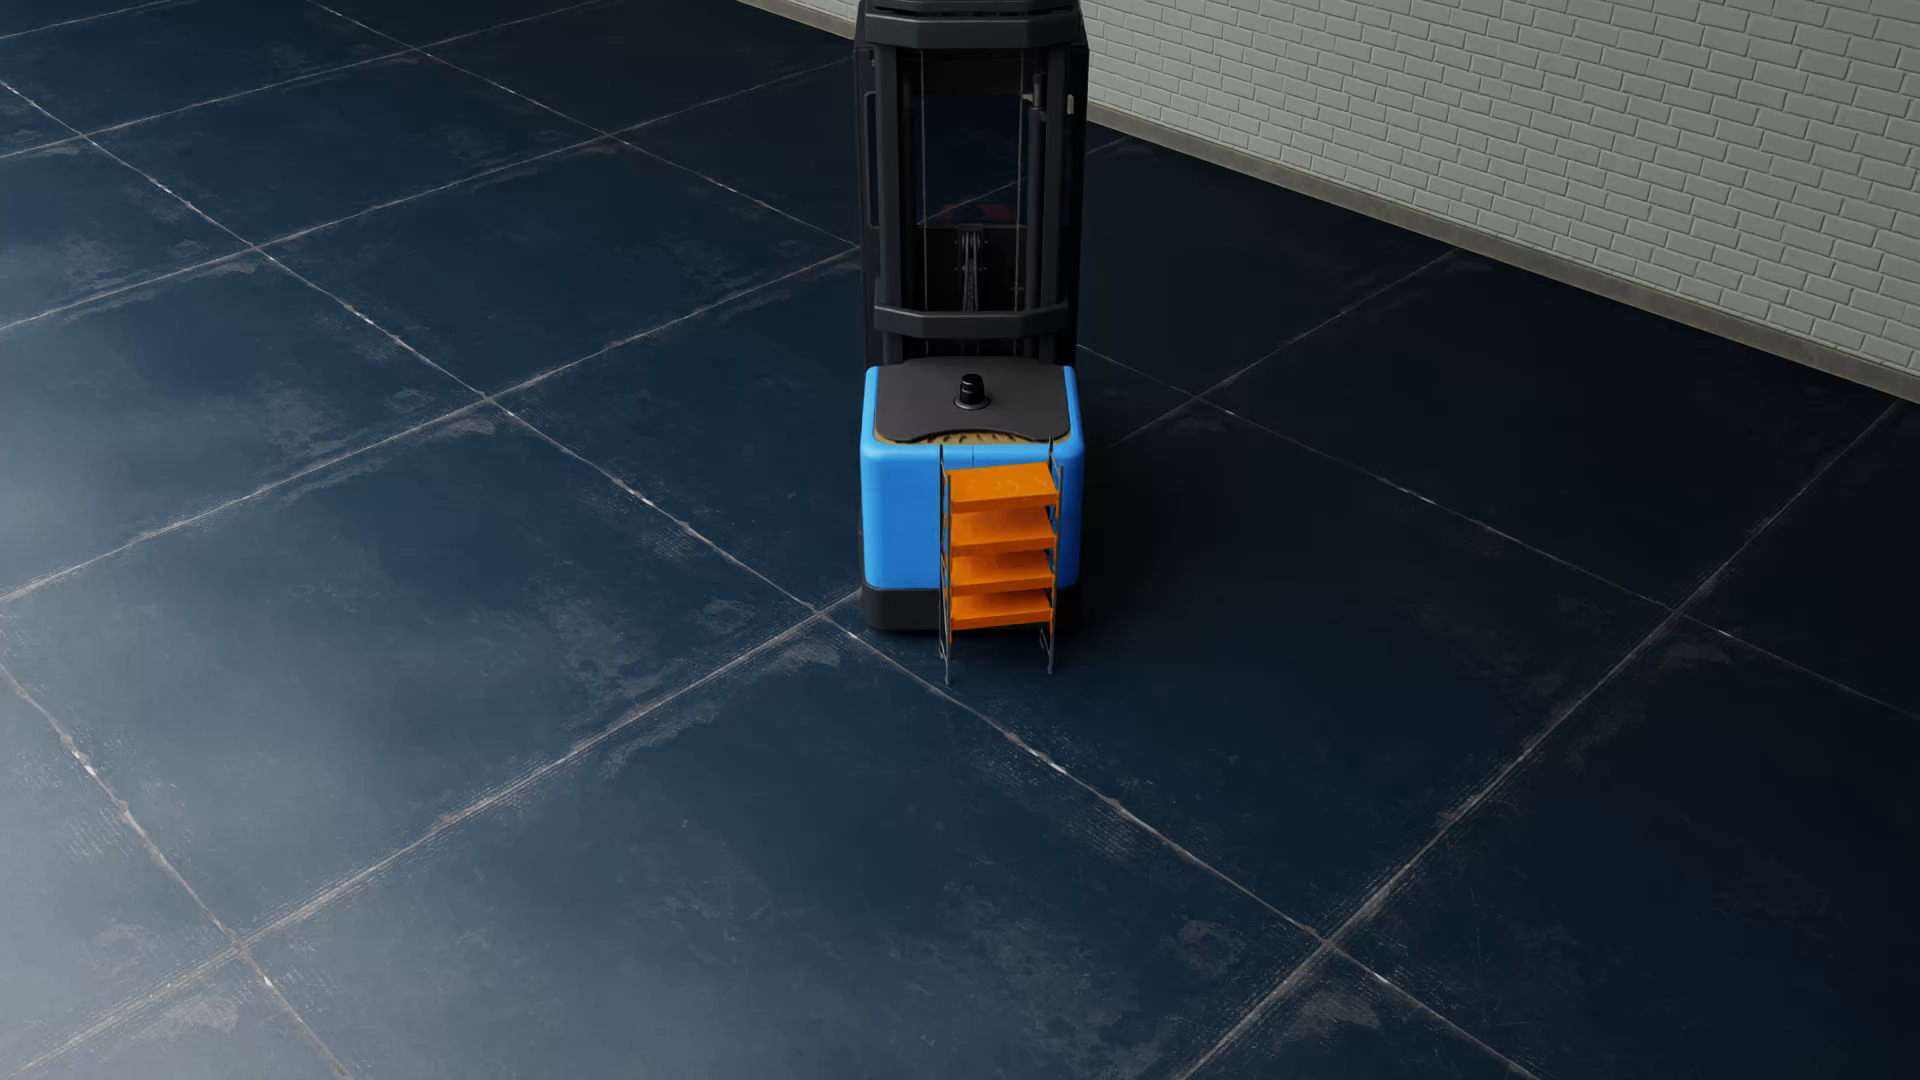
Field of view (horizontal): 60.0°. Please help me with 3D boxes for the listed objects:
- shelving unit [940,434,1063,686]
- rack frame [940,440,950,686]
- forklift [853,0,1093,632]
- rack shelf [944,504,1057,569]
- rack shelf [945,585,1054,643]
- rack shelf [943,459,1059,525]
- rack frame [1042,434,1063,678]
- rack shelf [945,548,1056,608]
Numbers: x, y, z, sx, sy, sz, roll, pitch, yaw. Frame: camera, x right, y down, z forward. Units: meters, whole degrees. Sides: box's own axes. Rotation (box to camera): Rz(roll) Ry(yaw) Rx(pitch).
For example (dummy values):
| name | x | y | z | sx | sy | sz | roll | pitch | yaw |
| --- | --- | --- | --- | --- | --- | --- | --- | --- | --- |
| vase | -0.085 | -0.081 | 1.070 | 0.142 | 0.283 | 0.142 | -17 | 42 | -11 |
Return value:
| name | x | y | z | sx | sy | sz | roll | pitch | yaw |
| --- | --- | --- | --- | --- | --- | --- | --- | --- | --- |
| shelving unit | 0.176 | 0.107 | 7.536 | 0.503 | 1.200 | 0.258 | -4 | 36 | -5 |
| rack frame | -0.066 | 0.123 | 7.513 | 0.015 | 1.200 | 0.240 | -4 | 36 | -5 |
| forklift | 0.077 | -1.577 | 8.440 | 1.130 | 2.935 | 3.031 | 1 | 35 | 2 |
| rack shelf | 0.176 | -0.020 | 7.445 | 0.480 | 0.148 | 0.258 | -4 | 36 | -5 |
| rack shelf | 0.176 | 0.324 | 7.690 | 0.480 | 0.148 | 0.258 | -4 | 36 | -5 |
| rack shelf | 0.176 | -0.213 | 7.308 | 0.480 | 0.148 | 0.258 | -4 | 36 | -5 |
| rack frame | 0.418 | 0.091 | 7.559 | 0.015 | 1.200 | 0.240 | -4 | 36 | -5 |
| rack shelf | 0.176 | 0.162 | 7.575 | 0.480 | 0.148 | 0.258 | -4 | 36 | -5 |
